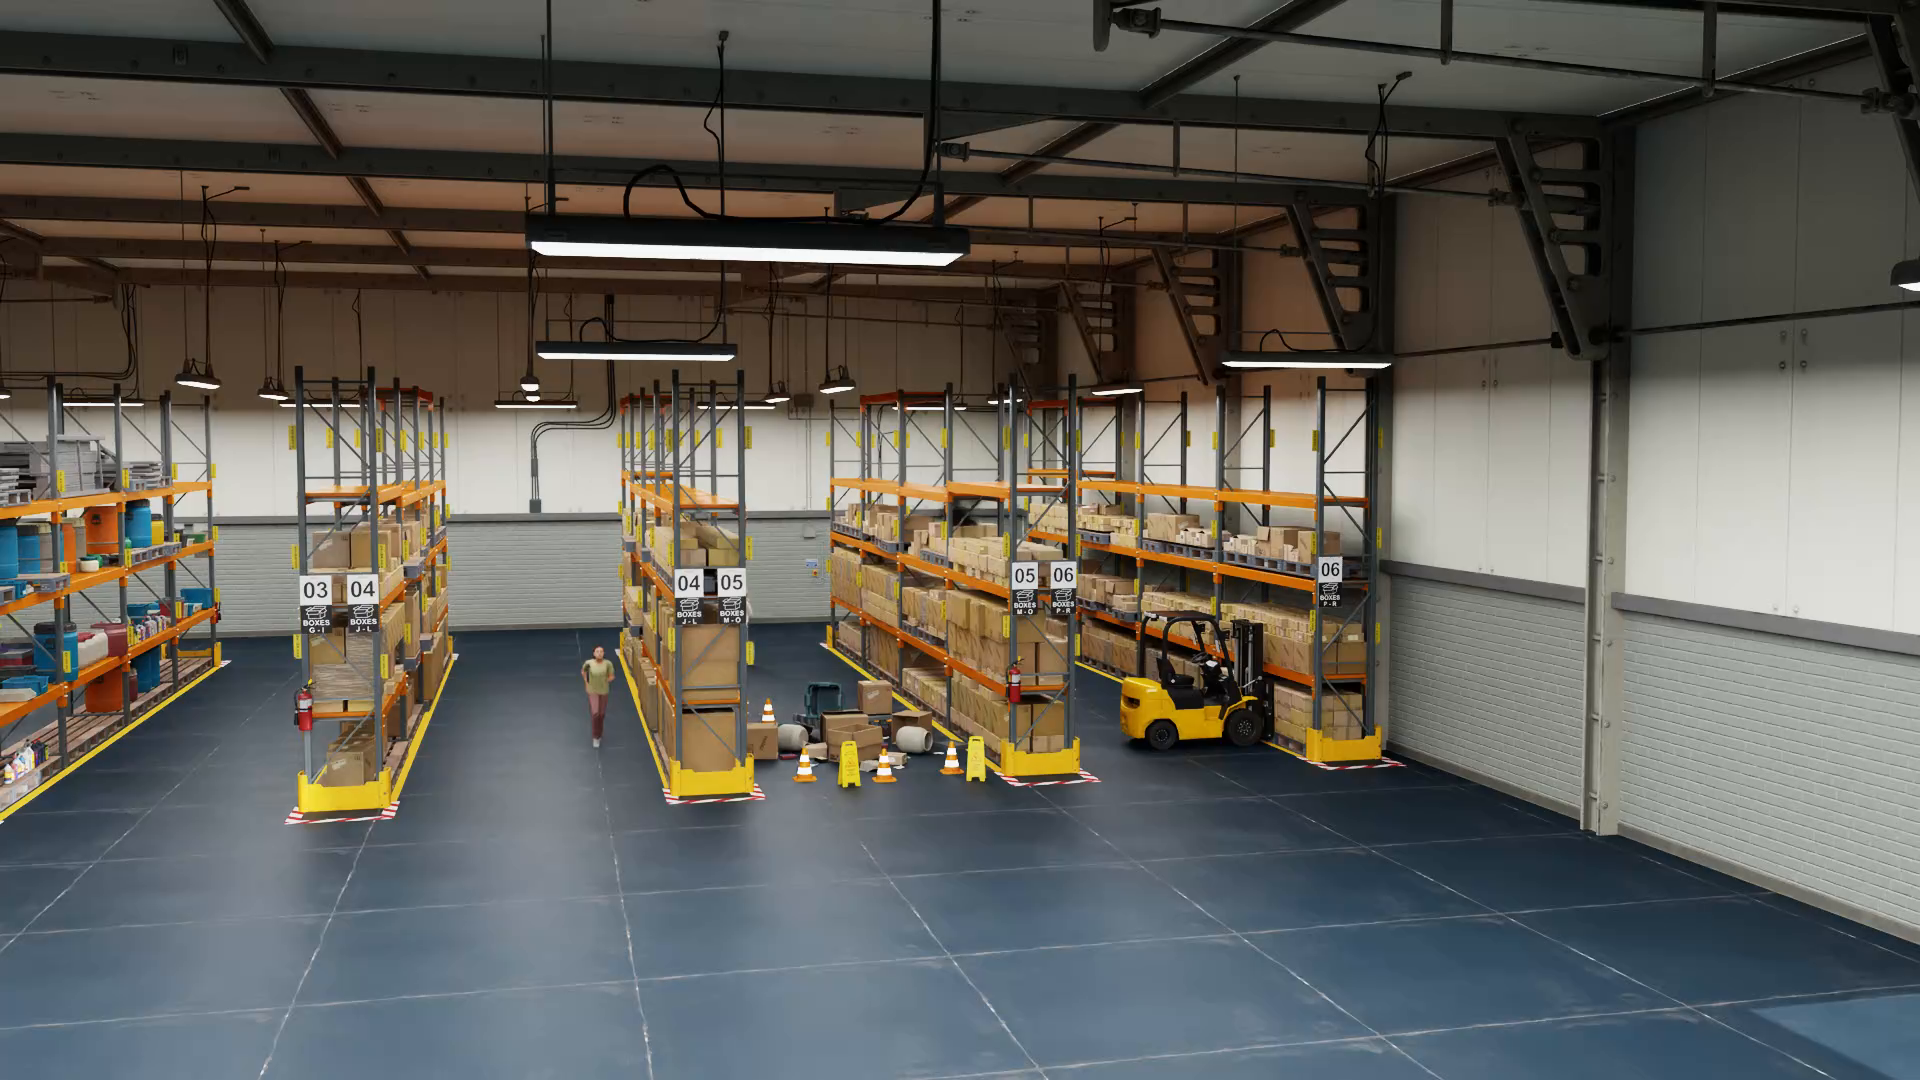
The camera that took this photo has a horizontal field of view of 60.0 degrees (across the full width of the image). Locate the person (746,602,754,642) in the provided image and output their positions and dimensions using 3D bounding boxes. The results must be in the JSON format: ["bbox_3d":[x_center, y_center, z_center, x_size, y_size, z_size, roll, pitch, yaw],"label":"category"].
[{"bbox_3d":[-4.956,1.935,37.551,0.605,1.654,0.540,-2,4,-31],"label":"person"}]

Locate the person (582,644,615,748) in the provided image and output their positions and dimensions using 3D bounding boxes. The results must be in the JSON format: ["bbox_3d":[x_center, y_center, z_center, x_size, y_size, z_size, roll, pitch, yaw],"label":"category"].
[{"bbox_3d":[-5.939,2.552,27.355,0.493,1.696,0.799,-2,4,-24],"label":"person"}]
